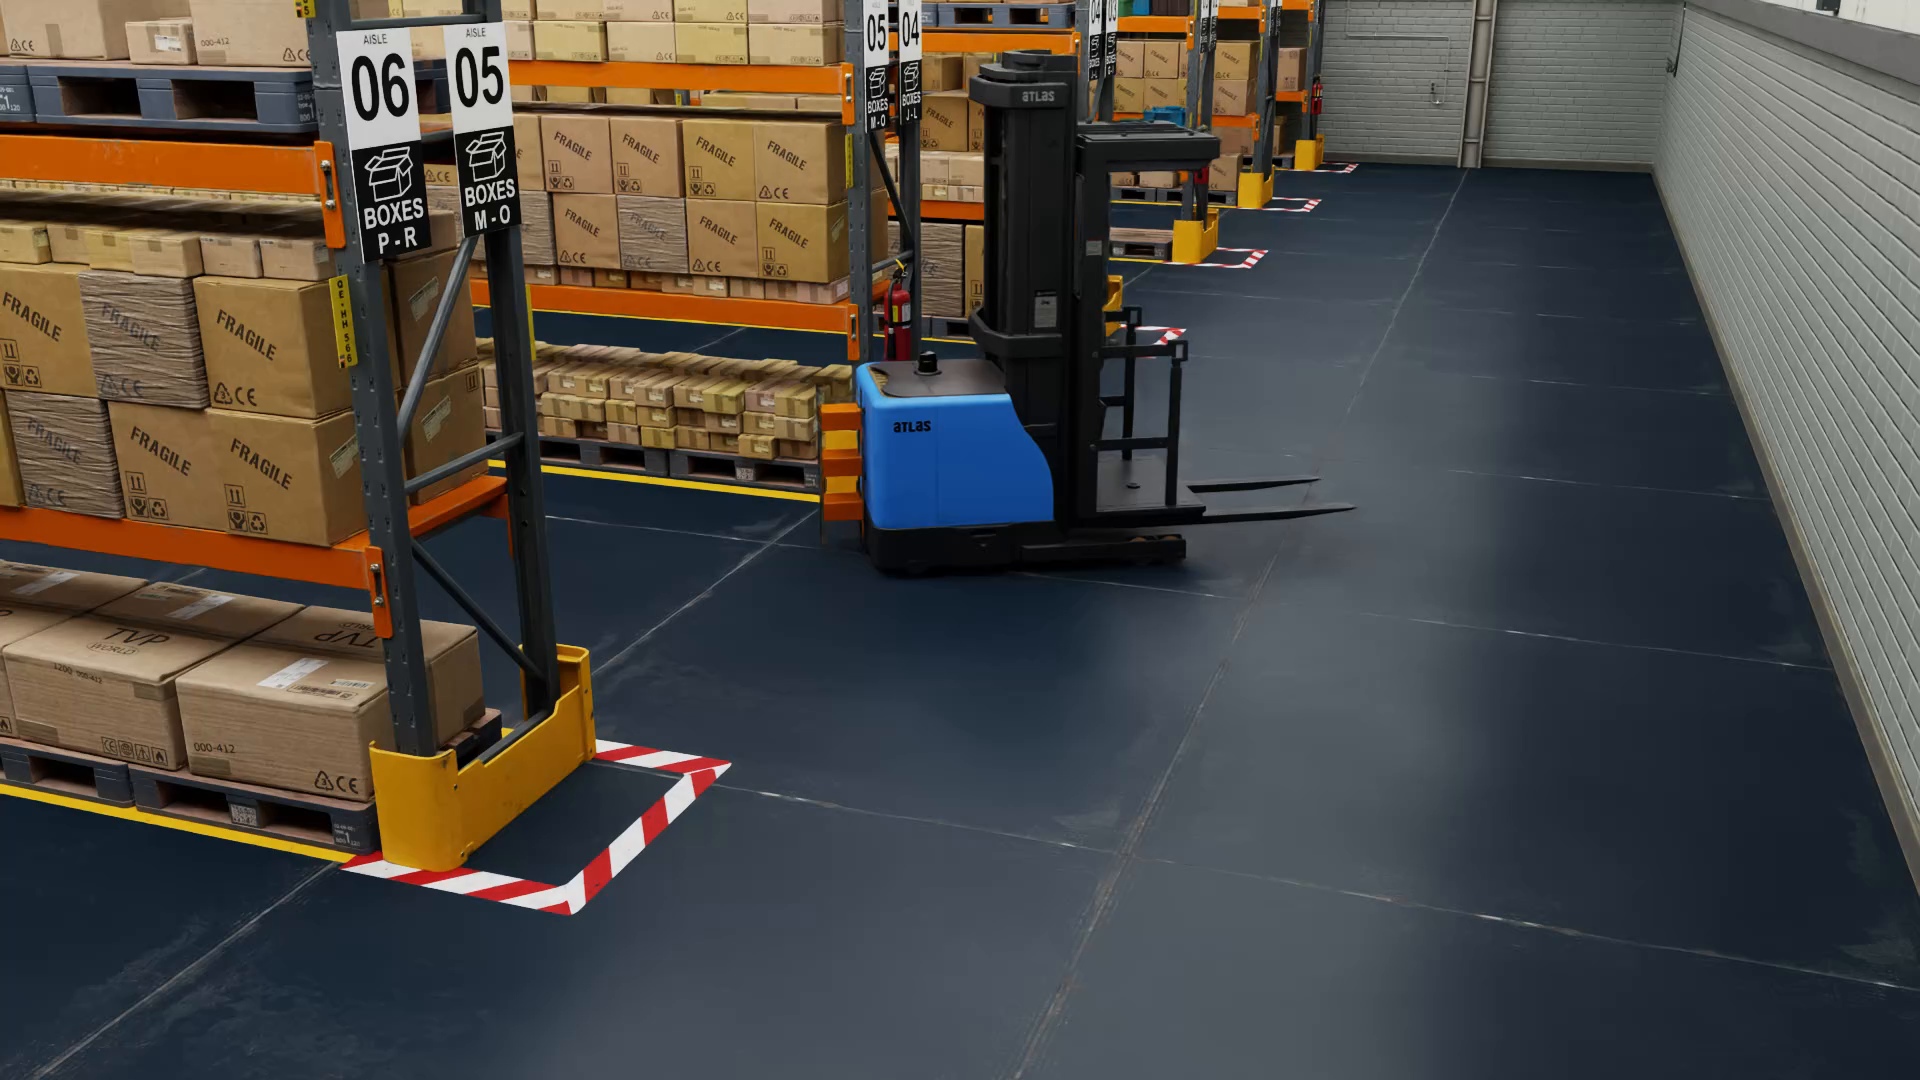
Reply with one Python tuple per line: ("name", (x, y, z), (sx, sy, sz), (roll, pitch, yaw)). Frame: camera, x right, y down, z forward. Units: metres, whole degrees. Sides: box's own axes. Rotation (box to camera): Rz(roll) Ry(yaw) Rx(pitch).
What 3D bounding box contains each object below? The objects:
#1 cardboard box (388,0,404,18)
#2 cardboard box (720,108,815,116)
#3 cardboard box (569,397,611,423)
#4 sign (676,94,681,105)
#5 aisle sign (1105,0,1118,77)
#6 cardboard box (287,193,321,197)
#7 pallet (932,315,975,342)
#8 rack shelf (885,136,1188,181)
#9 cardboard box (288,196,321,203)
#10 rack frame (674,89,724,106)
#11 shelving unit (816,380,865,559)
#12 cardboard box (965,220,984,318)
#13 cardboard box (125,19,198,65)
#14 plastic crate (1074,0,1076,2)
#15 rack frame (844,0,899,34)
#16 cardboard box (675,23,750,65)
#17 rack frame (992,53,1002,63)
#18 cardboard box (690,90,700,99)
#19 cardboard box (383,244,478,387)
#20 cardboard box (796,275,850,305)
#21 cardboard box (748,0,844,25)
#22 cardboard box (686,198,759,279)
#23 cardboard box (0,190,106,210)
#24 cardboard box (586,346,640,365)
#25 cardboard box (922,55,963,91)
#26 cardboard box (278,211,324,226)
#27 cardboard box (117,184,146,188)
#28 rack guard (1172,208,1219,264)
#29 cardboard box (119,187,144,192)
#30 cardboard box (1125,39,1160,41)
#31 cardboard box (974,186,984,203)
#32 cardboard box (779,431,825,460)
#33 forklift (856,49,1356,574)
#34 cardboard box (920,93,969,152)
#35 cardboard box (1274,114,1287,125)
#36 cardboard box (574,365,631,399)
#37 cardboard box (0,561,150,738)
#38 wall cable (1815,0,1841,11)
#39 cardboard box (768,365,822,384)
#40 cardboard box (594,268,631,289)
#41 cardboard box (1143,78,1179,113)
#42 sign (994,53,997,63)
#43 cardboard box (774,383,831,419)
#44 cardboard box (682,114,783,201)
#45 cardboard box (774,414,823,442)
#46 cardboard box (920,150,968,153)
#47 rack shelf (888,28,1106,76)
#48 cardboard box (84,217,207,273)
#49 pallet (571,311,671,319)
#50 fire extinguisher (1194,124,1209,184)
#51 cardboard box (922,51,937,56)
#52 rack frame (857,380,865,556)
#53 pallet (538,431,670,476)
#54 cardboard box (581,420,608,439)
("cardboard box", (-3.893, -3.729, 11.451), (0.500, 0.250, 0.500), (7, 20, 20))
("cardboard box", (-1.306, -2.685, 11.422), (0.500, 0.500, 0.500), (7, 20, 20))
("cardboard box", (-2.573, -0.965, 11.851), (0.250, 0.149, 0.380), (7, 20, 19))
("sign", (-2.715, -4.145, 16.094), (0.005, 0.325, 0.100), (7, 20, 18))
("aisle sign", (1.399, -4.686, 15.336), (0.004, 0.787, 0.394), (7, 20, 18))
("cardboard box", (-4.712, -2.617, 12.190), (0.250, 0.149, 0.380), (8, 21, 21))
("pallet", (0.452, -2.118, 16.156), (1.213, 0.211, 1.003), (7, 20, 18))
("rack shelf", (0.969, -4.789, 20.675), (4.000, 0.370, 1.077), (7, 20, 18))
("cardboard box", (-4.709, -2.476, 12.236), (0.250, 0.149, 0.380), (7, 20, 20))
("rack frame", (-2.546, -3.805, 16.758), (0.127, 3.000, 1.000), (7, 20, 18))
("shelving unit", (-0.718, -0.422, 10.016), (0.252, 1.050, 0.215), (-3, 19, -9))
("cardboard box", (0.602, -2.612, 15.926), (0.875, 0.875, 0.875), (7, 20, 18))
("cardboard box", (-2.896, -1.876, 6.259), (0.250, 0.149, 0.380), (5, 20, 14))
("plastic crate", (1.505, -6.551, 20.172), (0.767, 0.338, 0.504), (7, 20, 18))
("rack frame", (-0.490, -4.675, 10.138), (0.127, 3.000, 1.000), (7, 20, 18))
("cardboard box", (-1.491, -3.207, 10.713), (0.500, 0.250, 0.500), (7, 20, 18))
("rack frame", (0.709, -6.885, 25.593), (0.127, 3.000, 1.000), (7, 20, 18))
("cardboard box", (-4.293, -7.318, 27.219), (0.250, 0.149, 0.380), (8, 21, 22))
("cardboard box", (-2.379, -0.952, 6.901), (0.500, 0.500, 0.500), (6, 20, 17))
("cardboard box", (-0.891, -1.670, 11.016), (0.250, 0.149, 0.380), (7, 20, 18))
("cardboard box", (-1.009, -3.394, 10.490), (0.500, 0.250, 0.500), (6, 20, 16))
("cardboard box", (-1.484, -2.055, 11.134), (0.500, 0.500, 0.500), (6, 20, 17))
("cardboard box", (-3.978, -1.436, 7.304), (0.250, 0.149, 0.380), (7, 20, 18))
("cardboard box", (-2.591, -1.331, 12.451), (0.250, 0.149, 0.380), (6, 20, 16))
("cardboard box", (-0.336, -7.306, 26.011), (0.500, 0.500, 0.700), (10, 22, 27))
("cardboard box", (-2.535, -1.248, 6.766), (0.250, 0.149, 0.380), (7, 20, 19))
("cardboard box", (-6.198, -2.787, 12.677), (0.250, 0.149, 0.380), (6, 20, 17))
("rack guard", (2.885, -3.734, 20.352), (0.348, 0.500, 1.175), (7, 20, 18))
("cardboard box", (-6.183, -2.645, 12.721), (0.250, 0.149, 0.380), (7, 21, 20))
("cardboard box", (2.707, -7.266, 25.017), (0.500, 0.500, 0.500), (6, 20, 18))
("cardboard box", (0.304, -3.246, 15.535), (0.250, 0.149, 0.380), (7, 20, 18))
("cardboard box", (-1.056, -0.686, 11.503), (0.250, 0.149, 0.380), (7, 20, 19))
("forklift", (0.908, -1.397, 9.956), (3.031, 2.935, 1.130), (-3, 19, -9))
("cardboard box", (-0.096, -4.041, 16.071), (0.500, 0.500, 0.500), (6, 20, 17))
("cardboard box", (5.599, -7.411, 29.277), (0.250, 0.149, 0.380), (7, 20, 18))
("cardboard box", (-2.544, -1.128, 11.869), (0.250, 0.149, 0.380), (7, 20, 18))
("cardboard box", (-4.394, 0.485, 7.704), (0.875, 0.438, 0.875), (6, 20, 16))
("wall cable", (5.443, -6.042, 9.175), (0.120, 5.999, 2.277), (7, 20, 18))
("cardboard box", (-1.174, -1.129, 11.872), (0.250, 0.149, 0.380), (7, 20, 19))
("cardboard box", (-2.335, -1.861, 11.561), (0.250, 0.149, 0.380), (7, 20, 19))
("cardboard box", (3.014, -6.574, 24.551), (0.500, 0.500, 0.500), (7, 20, 18))
("sign", (0.530, -7.259, 24.907), (0.005, 0.325, 0.100), (7, 20, 18))
("cardboard box", (-1.074, -0.953, 11.366), (0.250, 0.149, 0.380), (7, 20, 19))
("cardboard box", (-1.483, -2.528, 10.973), (0.500, 0.500, 0.500), (6, 20, 16))
("cardboard box", (-1.083, -0.803, 11.386), (0.250, 0.149, 0.380), (6, 20, 17))
("cardboard box", (-0.099, -3.688, 16.198), (0.500, 0.250, 0.500), (6, 20, 16))
("rack shelf", (-0.656, -4.666, 15.763), (4.000, 0.370, 1.077), (7, 20, 18))
("cardboard box", (-3.168, -1.156, 6.501), (0.250, 0.149, 0.380), (7, 20, 19))
("pallet", (-3.299, -2.548, 17.389), (1.213, 0.211, 1.003), (7, 20, 18))
("fire extinguisher", (2.852, -4.543, 19.559), (0.183, 0.674, 0.296), (7, 20, 18))
("cardboard box", (-0.581, -8.863, 30.635), (0.500, 0.500, 0.500), (7, 20, 20))
("rack frame", (-0.598, -0.429, 10.035), (0.008, 1.050, 0.200), (-3, 19, -9))
("pallet", (-2.467, -0.764, 12.271), (1.213, 0.211, 1.003), (7, 20, 18))
("cardboard box", (-2.518, -0.855, 11.987), (0.250, 0.149, 0.380), (7, 20, 20))
